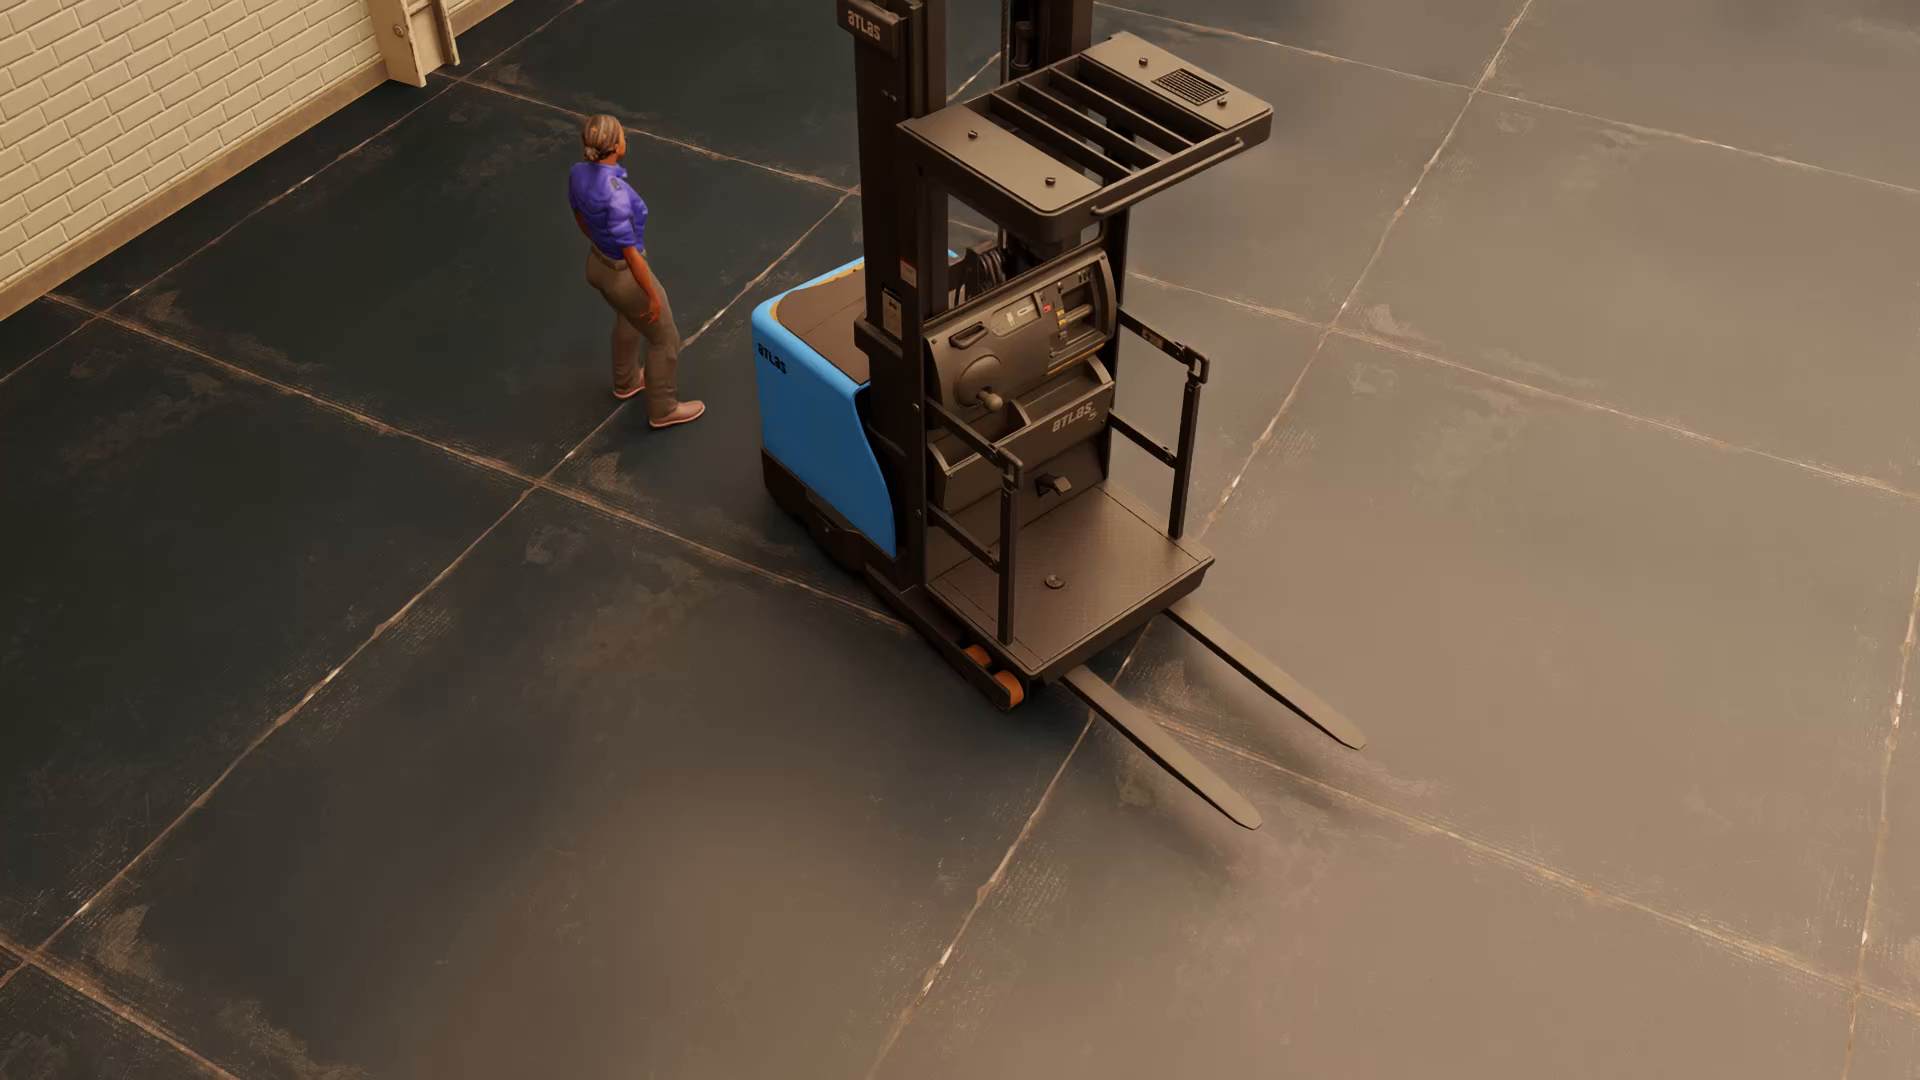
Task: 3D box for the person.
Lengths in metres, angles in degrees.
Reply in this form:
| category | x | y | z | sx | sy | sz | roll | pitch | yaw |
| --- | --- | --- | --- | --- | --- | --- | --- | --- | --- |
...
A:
| category | x | y | z | sx | sy | sz | roll | pitch | yaw |
| --- | --- | --- | --- | --- | --- | --- | --- | --- | --- |
| person | -1.583 | -1.282 | 7.965 | 0.376 | 1.630 | 0.603 | -32 | 52 | -29 |

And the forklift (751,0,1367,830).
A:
| category | x | y | z | sx | sy | sz | roll | pitch | yaw |
| --- | --- | --- | --- | --- | --- | --- | --- | --- | --- |
| forklift | 0.393 | -0.746 | 6.446 | 1.130 | 2.935 | 3.031 | -30 | 51 | -28 |
